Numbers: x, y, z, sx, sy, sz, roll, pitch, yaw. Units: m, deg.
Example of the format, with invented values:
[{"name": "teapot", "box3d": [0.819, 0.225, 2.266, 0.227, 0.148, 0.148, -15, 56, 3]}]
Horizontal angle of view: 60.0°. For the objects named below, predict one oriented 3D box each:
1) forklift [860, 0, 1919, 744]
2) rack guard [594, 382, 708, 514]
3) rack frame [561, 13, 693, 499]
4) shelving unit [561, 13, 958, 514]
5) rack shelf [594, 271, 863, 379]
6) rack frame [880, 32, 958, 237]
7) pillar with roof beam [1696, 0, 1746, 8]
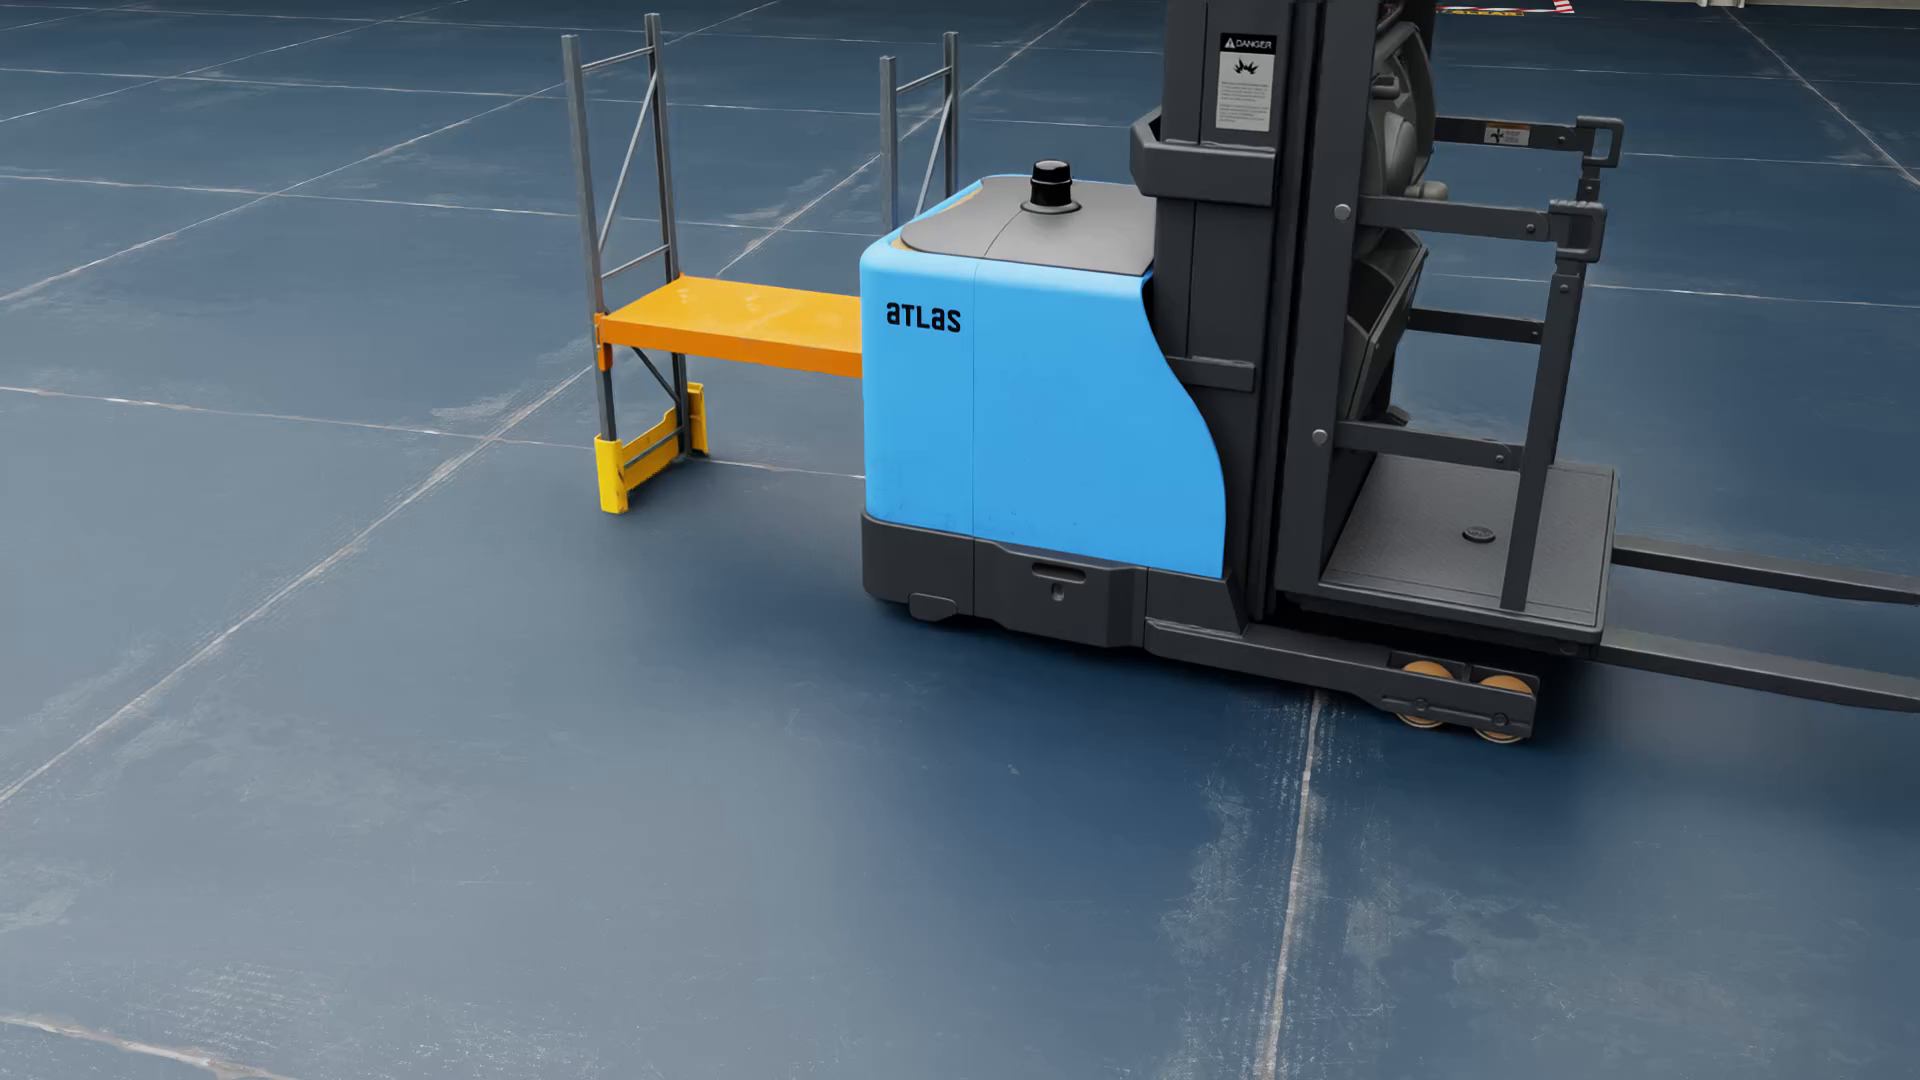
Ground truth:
[{"name": "forklift", "box3d": [1.288, -1.072, 4.092, 3.031, 2.935, 1.130, 10, 27, 20]}, {"name": "rack guard", "box3d": [-1.037, -0.320, 5.632, 0.087, 0.250, 0.587, 10, 27, 20]}, {"name": "rack frame", "box3d": [-1.055, -0.888, 5.370, 0.032, 1.500, 0.500, 10, 27, 20]}, {"name": "shelving unit", "box3d": [-0.575, -0.805, 5.196, 1.083, 1.500, 0.587, 10, 27, 20]}, {"name": "rack shelf", "box3d": [-0.583, -0.644, 5.276, 1.000, 0.185, 0.538, 10, 27, 20]}, {"name": "rack frame", "box3d": [-0.111, -0.725, 5.028, 0.032, 1.500, 0.500, 10, 27, 20]}, {"name": "pillar with roof beam", "box3d": [6.332, -7.485, 10.503, 0.400, 9.000, 9.100, 6, 26, 13]}]
